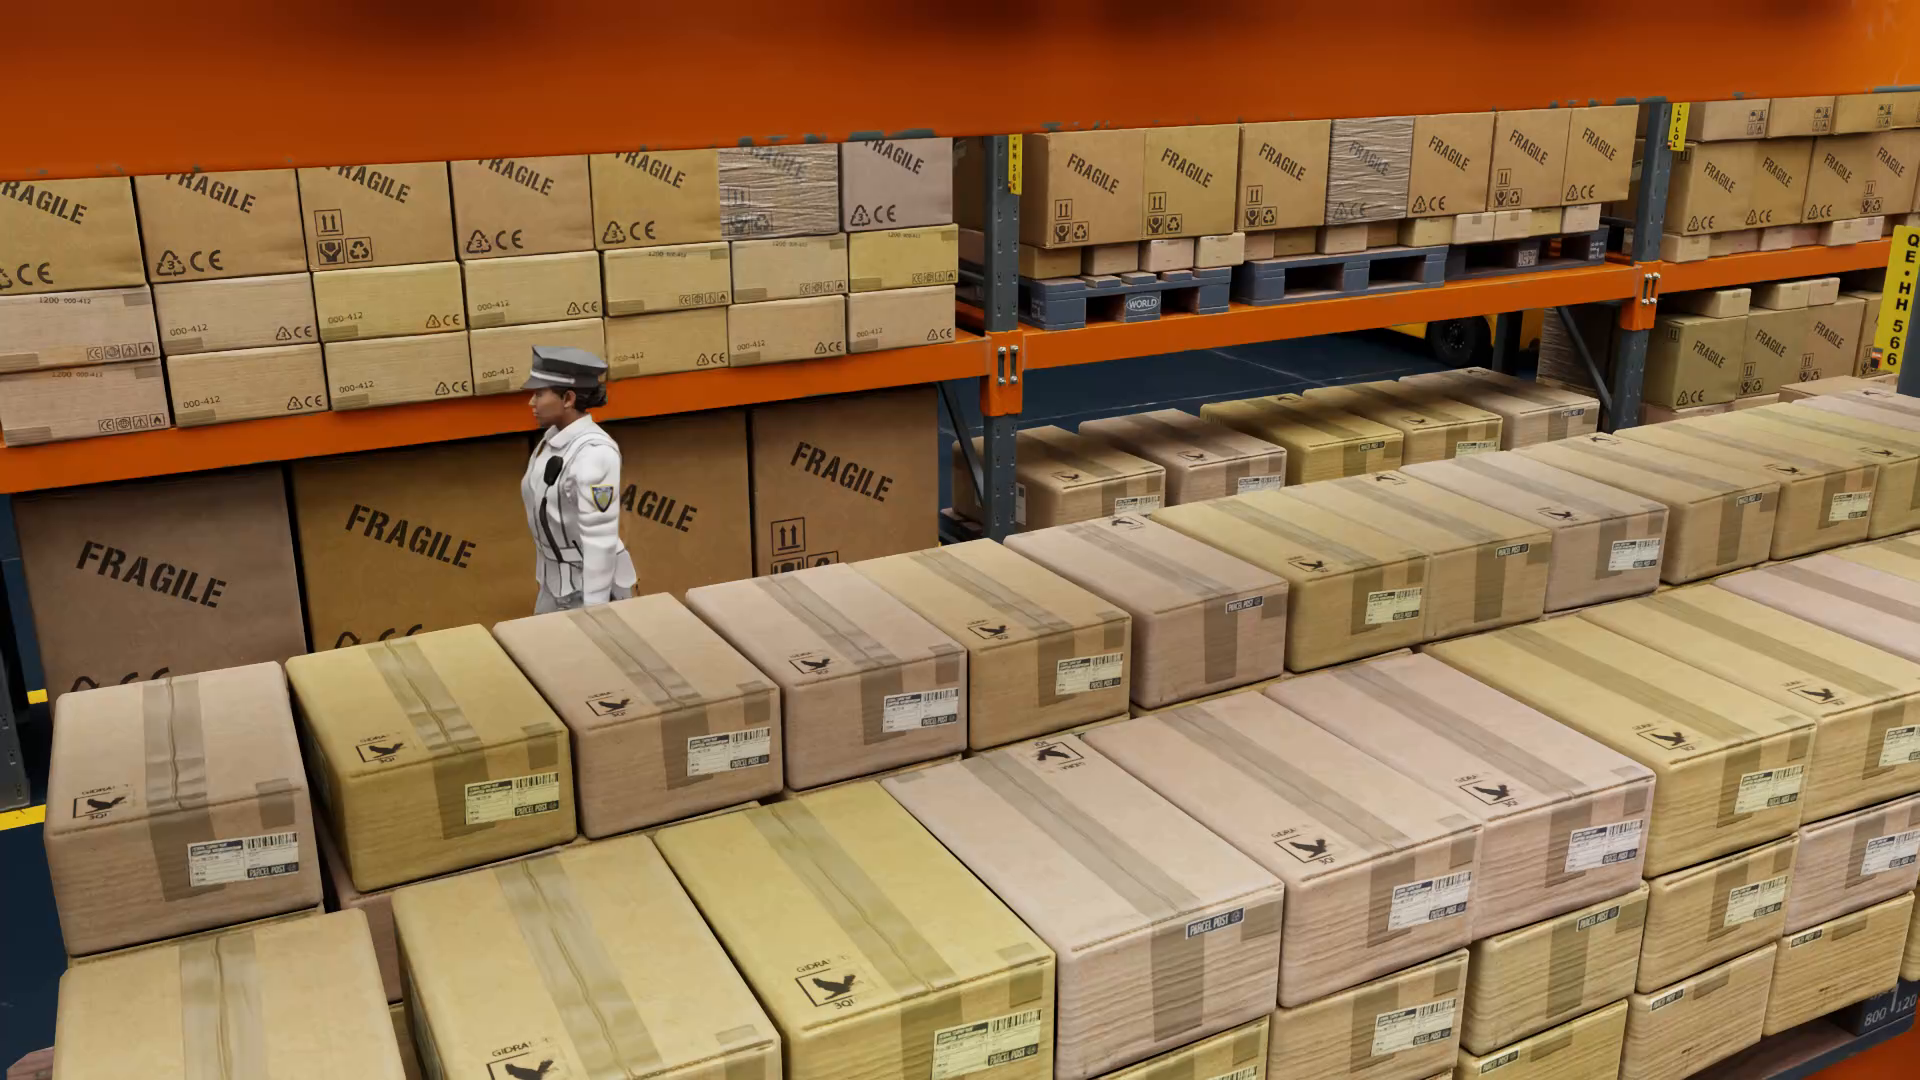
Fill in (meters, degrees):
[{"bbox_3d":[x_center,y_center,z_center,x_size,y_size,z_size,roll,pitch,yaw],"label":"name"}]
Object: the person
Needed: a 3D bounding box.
[{"bbox_3d":[-1.197,0.165,5.478,0.641,1.660,0.492,-12,22,-32],"label":"person"}]
